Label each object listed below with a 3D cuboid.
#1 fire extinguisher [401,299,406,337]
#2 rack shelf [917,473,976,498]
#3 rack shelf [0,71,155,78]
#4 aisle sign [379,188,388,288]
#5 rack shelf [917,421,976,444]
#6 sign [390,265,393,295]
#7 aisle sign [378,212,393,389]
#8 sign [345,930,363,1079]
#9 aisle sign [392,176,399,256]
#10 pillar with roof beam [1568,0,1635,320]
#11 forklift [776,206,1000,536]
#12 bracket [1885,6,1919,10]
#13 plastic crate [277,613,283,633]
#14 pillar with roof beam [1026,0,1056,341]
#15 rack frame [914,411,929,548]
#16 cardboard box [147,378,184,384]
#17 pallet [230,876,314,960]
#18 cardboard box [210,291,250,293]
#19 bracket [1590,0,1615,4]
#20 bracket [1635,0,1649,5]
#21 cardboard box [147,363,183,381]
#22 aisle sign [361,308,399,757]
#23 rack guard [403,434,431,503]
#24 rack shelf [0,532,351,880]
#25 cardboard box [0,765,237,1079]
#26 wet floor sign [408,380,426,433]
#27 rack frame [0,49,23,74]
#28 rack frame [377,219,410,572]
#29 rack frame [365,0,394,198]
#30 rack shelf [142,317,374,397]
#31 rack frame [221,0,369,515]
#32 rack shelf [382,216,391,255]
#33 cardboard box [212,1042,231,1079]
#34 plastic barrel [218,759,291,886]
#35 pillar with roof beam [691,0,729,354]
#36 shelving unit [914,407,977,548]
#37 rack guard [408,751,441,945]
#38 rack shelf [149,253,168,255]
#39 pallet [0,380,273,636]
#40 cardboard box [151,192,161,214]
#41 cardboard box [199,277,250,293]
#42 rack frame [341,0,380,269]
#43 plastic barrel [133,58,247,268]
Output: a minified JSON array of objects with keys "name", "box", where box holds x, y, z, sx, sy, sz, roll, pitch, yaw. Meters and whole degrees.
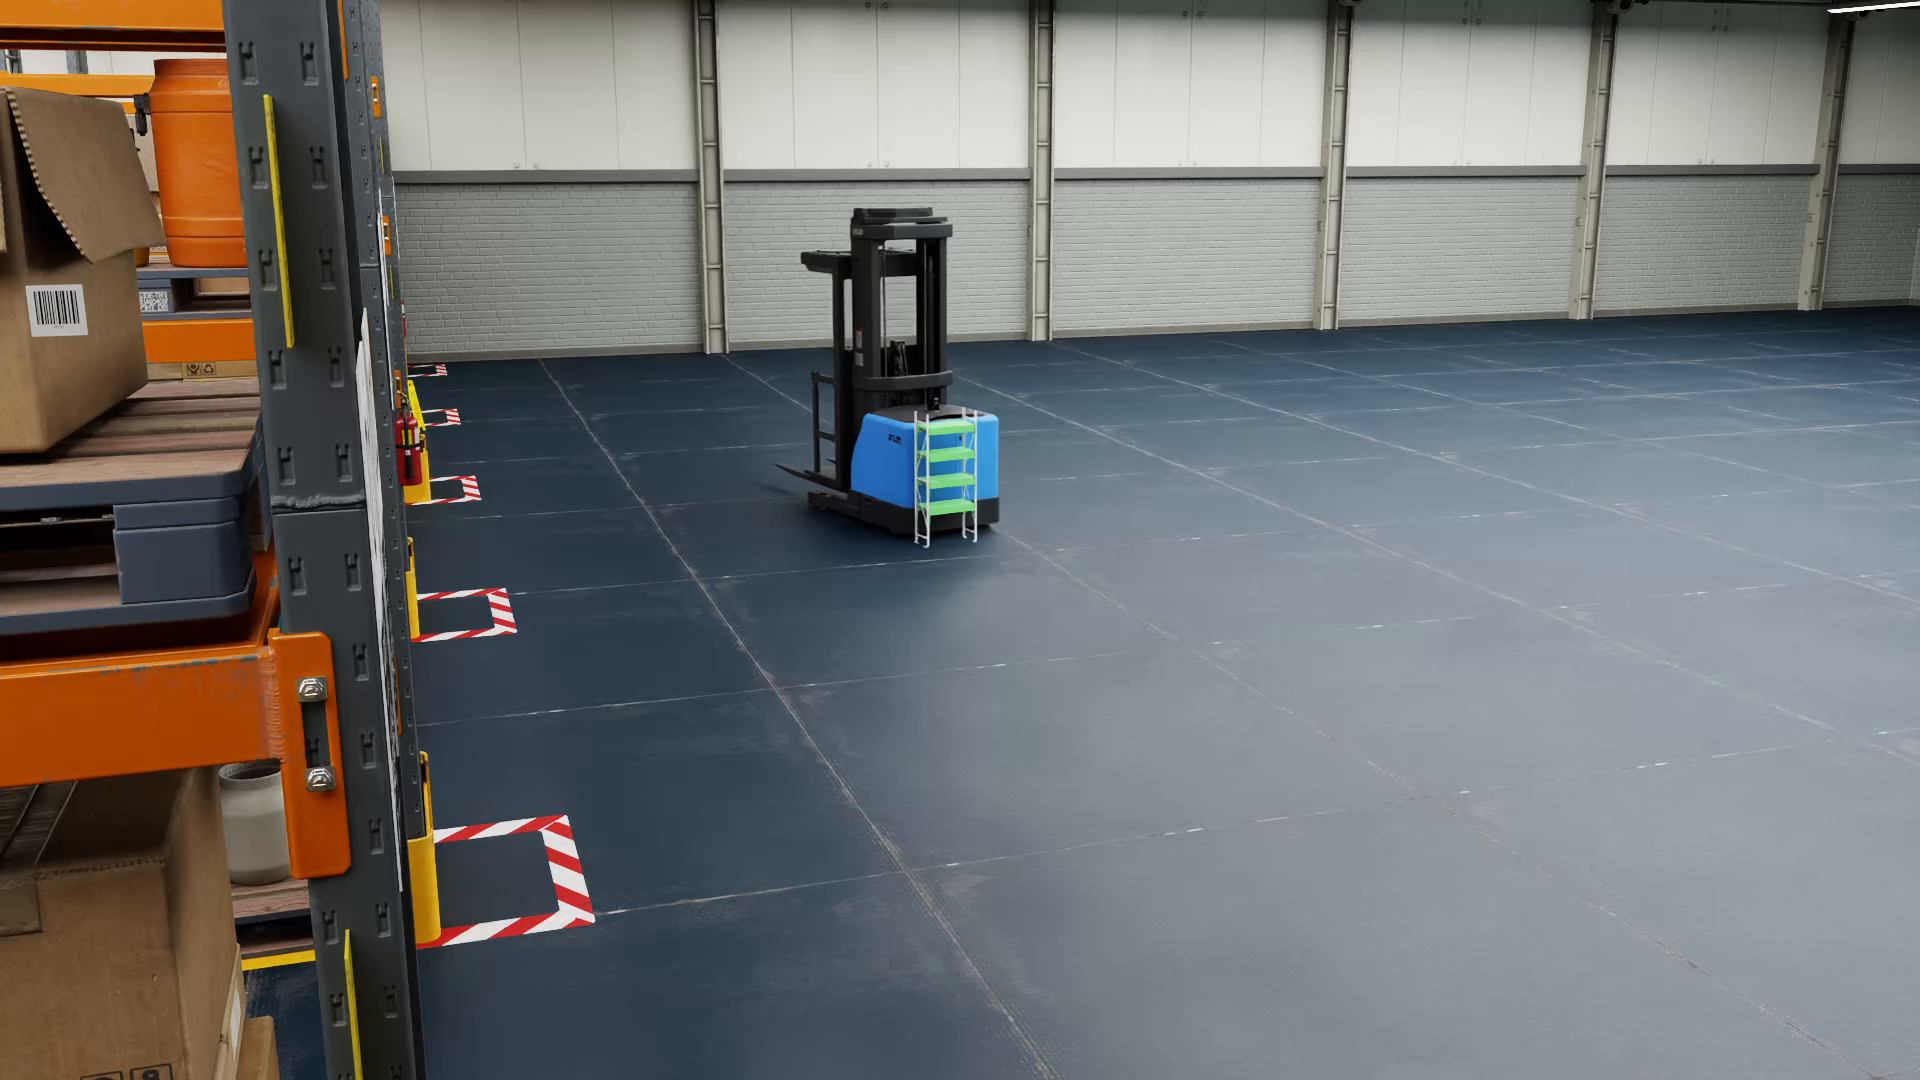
[{"name":"fire extinguisher","box":[-7.125,-2.906,21.047,0.183,0.674,0.296,-4,14,-18]},{"name":"rack shelf","box":[-0.127,-0.499,14.925,0.480,0.148,0.258,-7,15,-29]},{"name":"rack shelf","box":[-9.276,-5.456,20.196,4.000,0.370,1.077,-4,14,-18]},{"name":"aisle sign","box":[-4.256,-2.198,12.285,0.004,0.787,0.394,-4,14,-18]},{"name":"rack shelf","box":[-0.127,-0.966,14.814,0.480,0.148,0.258,-7,15,-29]},{"name":"sign","box":[-5.546,-2.517,16.228,0.005,0.325,0.100,-4,14,-18]},{"name":"aisle sign","box":[-2.665,-1.111,7.714,0.004,0.787,0.394,-4,14,-18]},{"name":"sign","box":[-0.904,0.751,2.488,0.005,0.325,0.100,-4,14,-18]},{"name":"aisle sign","box":[-5.734,-3.294,16.892,0.004,0.787,0.394,-4,14,-18]},{"name":"pillar with roof beam","box":[14.206,-8.017,29.401,0.548,9.000,9.100,-4,14,-18]},{"name":"forklift","box":[-0.849,-1.757,16.196,1.130,2.935,3.031,-8,16,-32]},{"name":"bracket","box":[20.712,-11.239,35.169,3.189,0.066,0.076,-4,14,-18]},{"name":"plastic crate","box":[-3.019,0.398,7.309,0.616,0.251,0.499,-4,14,-18]},{"name":"pillar with roof beam","box":[2.832,-7.131,25.677,0.400,9.000,9.100,-4,14,-18]},{"name":"rack frame","box":[-0.339,-0.534,14.794,0.015,1.200,0.240,-7,15,-29]},{"name":"cardboard box","box":[-5.673,-0.931,11.717,0.500,0.500,0.875,-4,14,-18]},{"name":"pallet","box":[-3.468,1.654,7.731,1.213,0.211,1.003,-4,14,-18]},{"name":"cardboard box","box":[-5.304,-1.527,12.060,0.500,0.500,0.500,-4,14,-18]},{"name":"bracket","box":[12.552,-10.604,32.498,0.430,0.232,0.235,-4,14,-18]},{"name":"bracket","box":[13.339,-10.665,32.755,0.430,0.232,0.235,-4,14,-18]},{"name":"cardboard box","box":[-5.609,-1.374,11.416,0.500,0.500,0.500,-4,14,-18]},{"name":"aisle sign","box":[-1.099,-0.027,3.156,0.004,0.787,0.394,-4,14,-18]},{"name":"rack guard","box":[-5.683,-0.744,17.191,0.348,0.500,1.175,-4,14,-18]},{"name":"rack shelf","box":[-2.959,0.348,2.270,4.000,0.370,1.077,-4,14,-18]},{"name":"cardboard box","box":[-1.560,0.666,2.843,0.500,0.500,0.700,-4,14,-18]},{"name":"wet floor sign","box":[-6.859,-1.671,20.772,0.232,0.644,0.267,0,13,1]},{"name":"rack frame","box":[-11.171,-5.660,19.492,0.127,3.000,1.000,-4,14,-18]},{"name":"rack frame","box":[-4.219,-0.863,12.290,0.127,3.000,1.000,-4,14,-18]},{"name":"rack frame","box":[-5.706,-4.877,16.200,0.127,3.000,1.000,-4,14,-18]},{"name":"rack shelf","box":[-4.535,-0.739,6.838,4.000,0.370,1.077,-4,14,-18]},{"name":"rack frame","box":[-1.063,-1.609,2.460,0.127,3.000,1.000,-4,14,-18]},{"name":"rack shelf","box":[-7.601,-2.920,16.010,4.000,0.370,1.077,-4,14,-18]},{"name":"cardboard box","box":[-1.365,1.016,2.773,0.250,0.149,0.380,-5,14,-19]},{"name":"plastic barrel","box":[-3.239,1.294,7.687,0.421,0.512,0.421,0,13,0]},{"name":"pillar with roof beam","box":[-2.854,-6.689,23.816,0.400,9.000,9.100,-4,14,-18]},{"name":"shelving unit","box":[-0.127,-0.561,14.910,0.503,1.200,0.258,-7,15,-29]},{"name":"rack guard","box":[-2.697,1.455,7.945,0.348,0.500,1.175,-4,14,-18]},{"name":"rack shelf","box":[-6.115,-1.825,11.405,4.000,0.370,1.077,-4,14,-18]},{"name":"pallet","box":[-1.742,-0.060,2.622,1.213,0.211,1.003,-4,14,-18]},{"name":"cardboard box","box":[-5.396,-2.302,11.319,0.250,0.149,0.380,-4,14,-17]},{"name":"cardboard box","box":[-7.136,-2.466,16.368,0.550,0.550,0.875,-4,14,-18]},{"name":"rack frame","box":[-2.640,-2.695,7.028,0.127,3.000,1.000,-4,14,-18]},{"name":"plastic barrel","box":[-3.060,-1.586,7.009,0.708,0.830,0.600,-4,14,-18]}]
